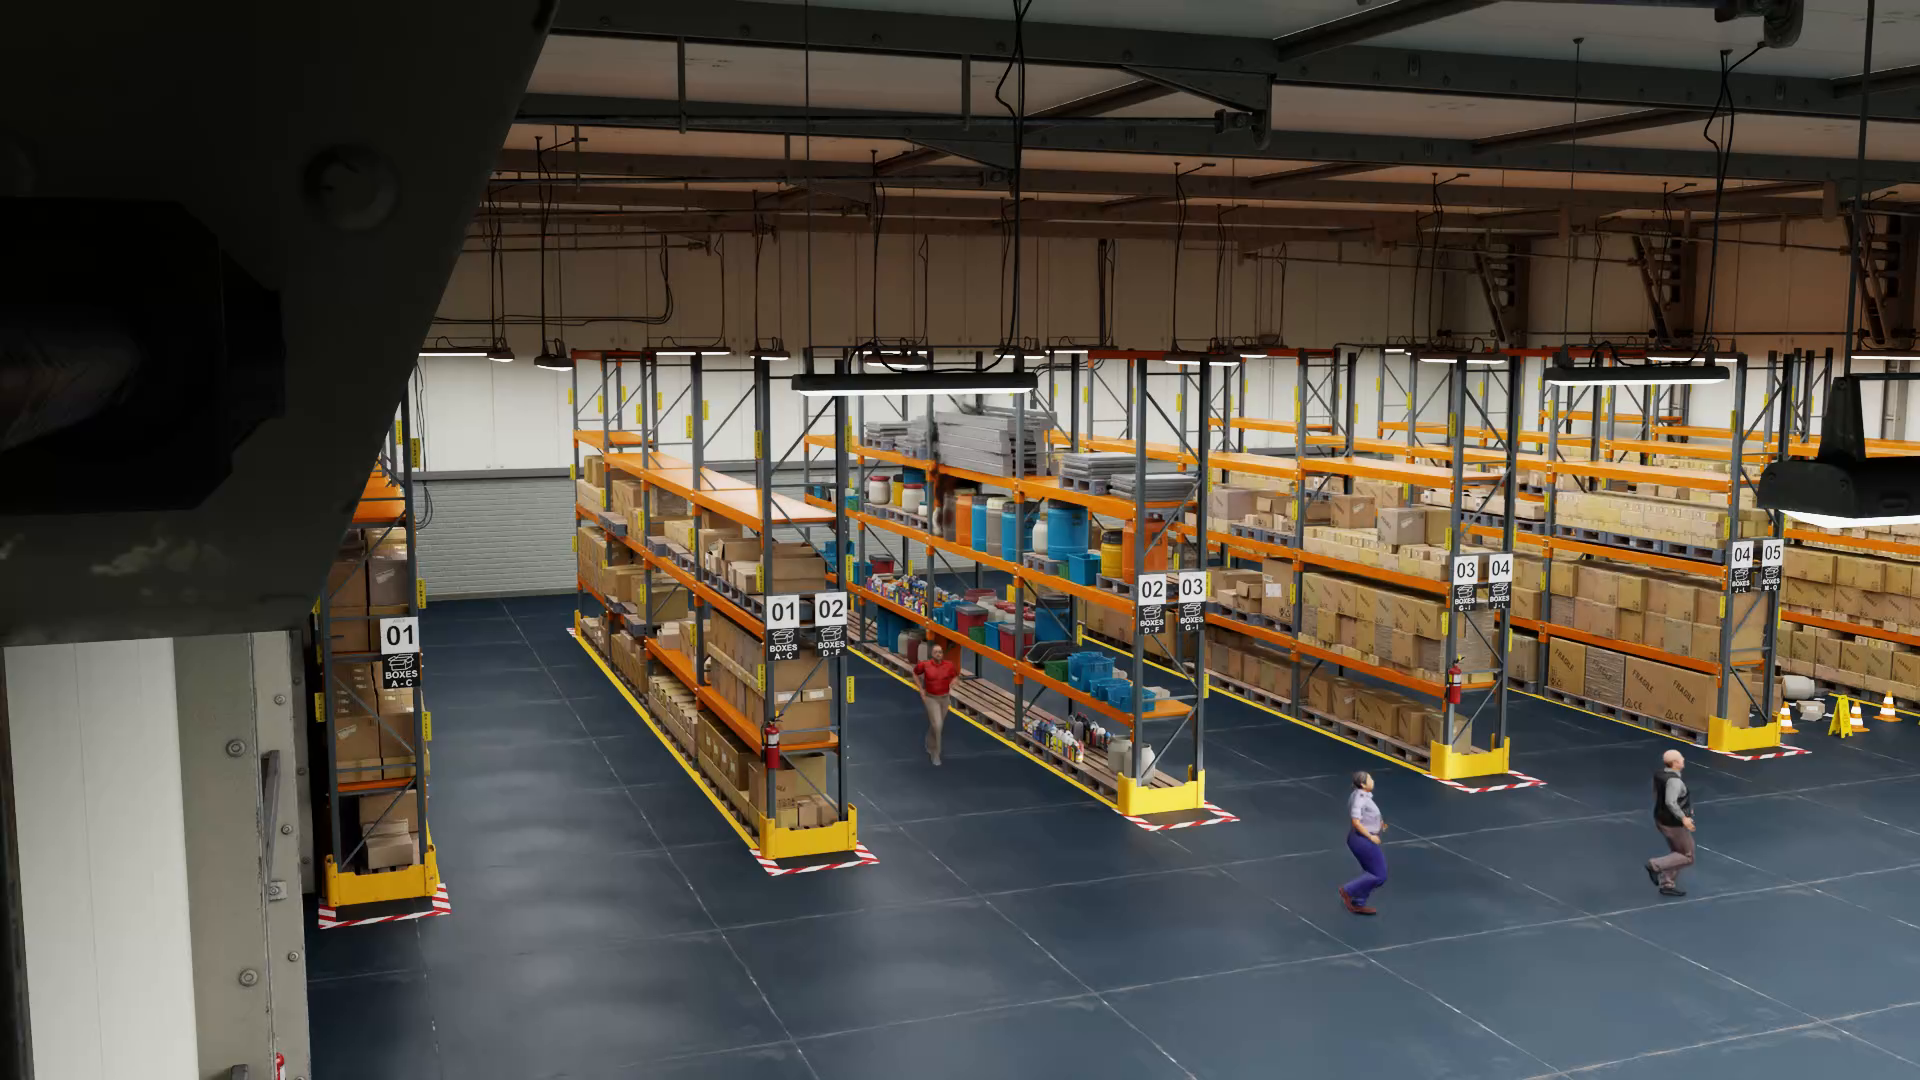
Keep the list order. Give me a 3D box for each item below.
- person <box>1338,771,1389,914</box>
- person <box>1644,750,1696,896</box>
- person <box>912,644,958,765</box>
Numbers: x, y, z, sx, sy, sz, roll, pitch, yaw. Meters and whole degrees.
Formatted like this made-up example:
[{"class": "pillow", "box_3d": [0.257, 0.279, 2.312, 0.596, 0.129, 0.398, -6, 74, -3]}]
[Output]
[{"class": "person", "box_3d": [4.406, 3.295, 18.117, 0.568, 1.597, 0.603, 0, 7, 4]}, {"class": "person", "box_3d": [8.019, 3.189, 18.730, 0.538, 1.683, 0.660, 0, 7, 3]}, {"class": "person", "box_3d": [-0.328, 2.437, 24.704, 0.626, 1.804, 0.785, -3, 8, -26]}]
